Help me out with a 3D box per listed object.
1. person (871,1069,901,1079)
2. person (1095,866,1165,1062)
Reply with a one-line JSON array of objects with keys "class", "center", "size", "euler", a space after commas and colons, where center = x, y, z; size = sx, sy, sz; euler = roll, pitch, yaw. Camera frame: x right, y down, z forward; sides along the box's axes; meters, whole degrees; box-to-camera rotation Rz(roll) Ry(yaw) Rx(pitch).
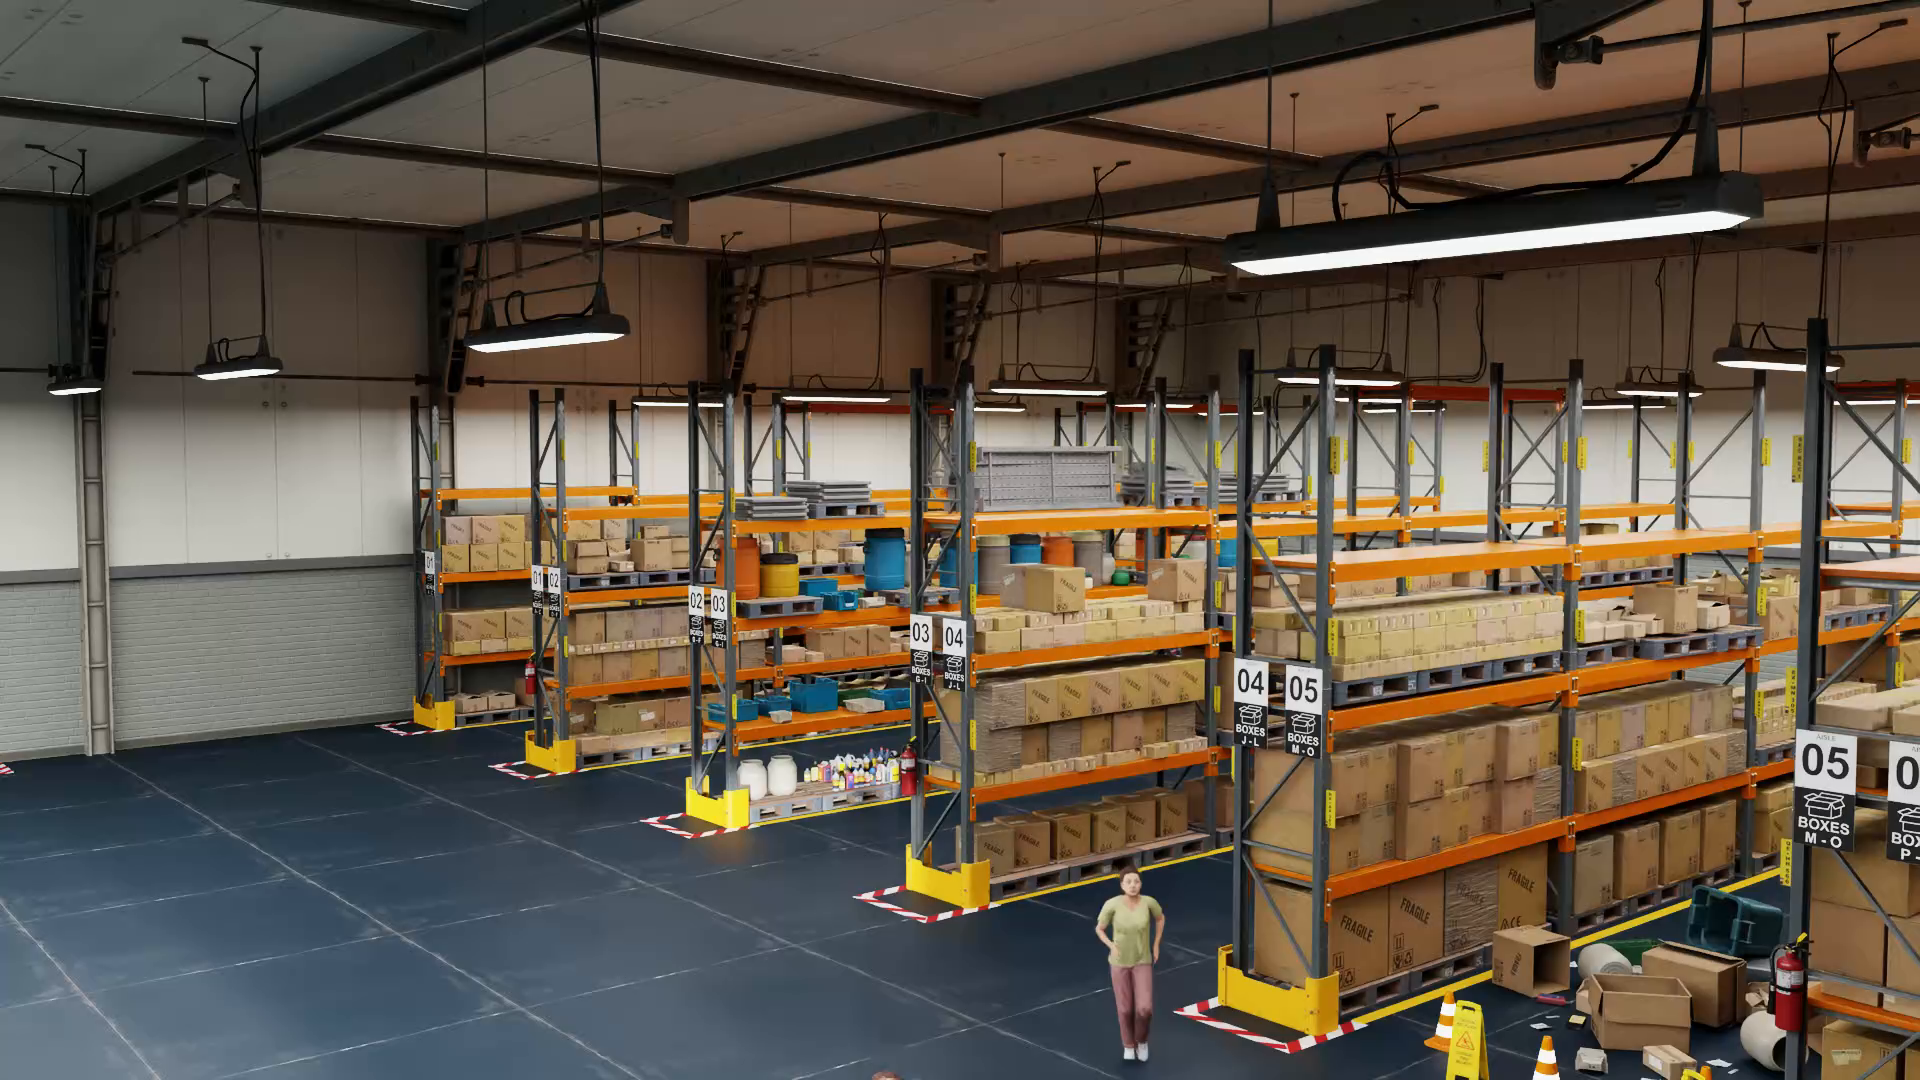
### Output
[{"class": "person", "center": [-0.414, 3.784, 9.182], "size": [0.546, 1.723, 0.712], "euler": [0, 3, 0]}, {"class": "person", "center": [1.417, 3.523, 13.785], "size": [0.591, 1.640, 0.588], "euler": [0, 3, 2]}]
